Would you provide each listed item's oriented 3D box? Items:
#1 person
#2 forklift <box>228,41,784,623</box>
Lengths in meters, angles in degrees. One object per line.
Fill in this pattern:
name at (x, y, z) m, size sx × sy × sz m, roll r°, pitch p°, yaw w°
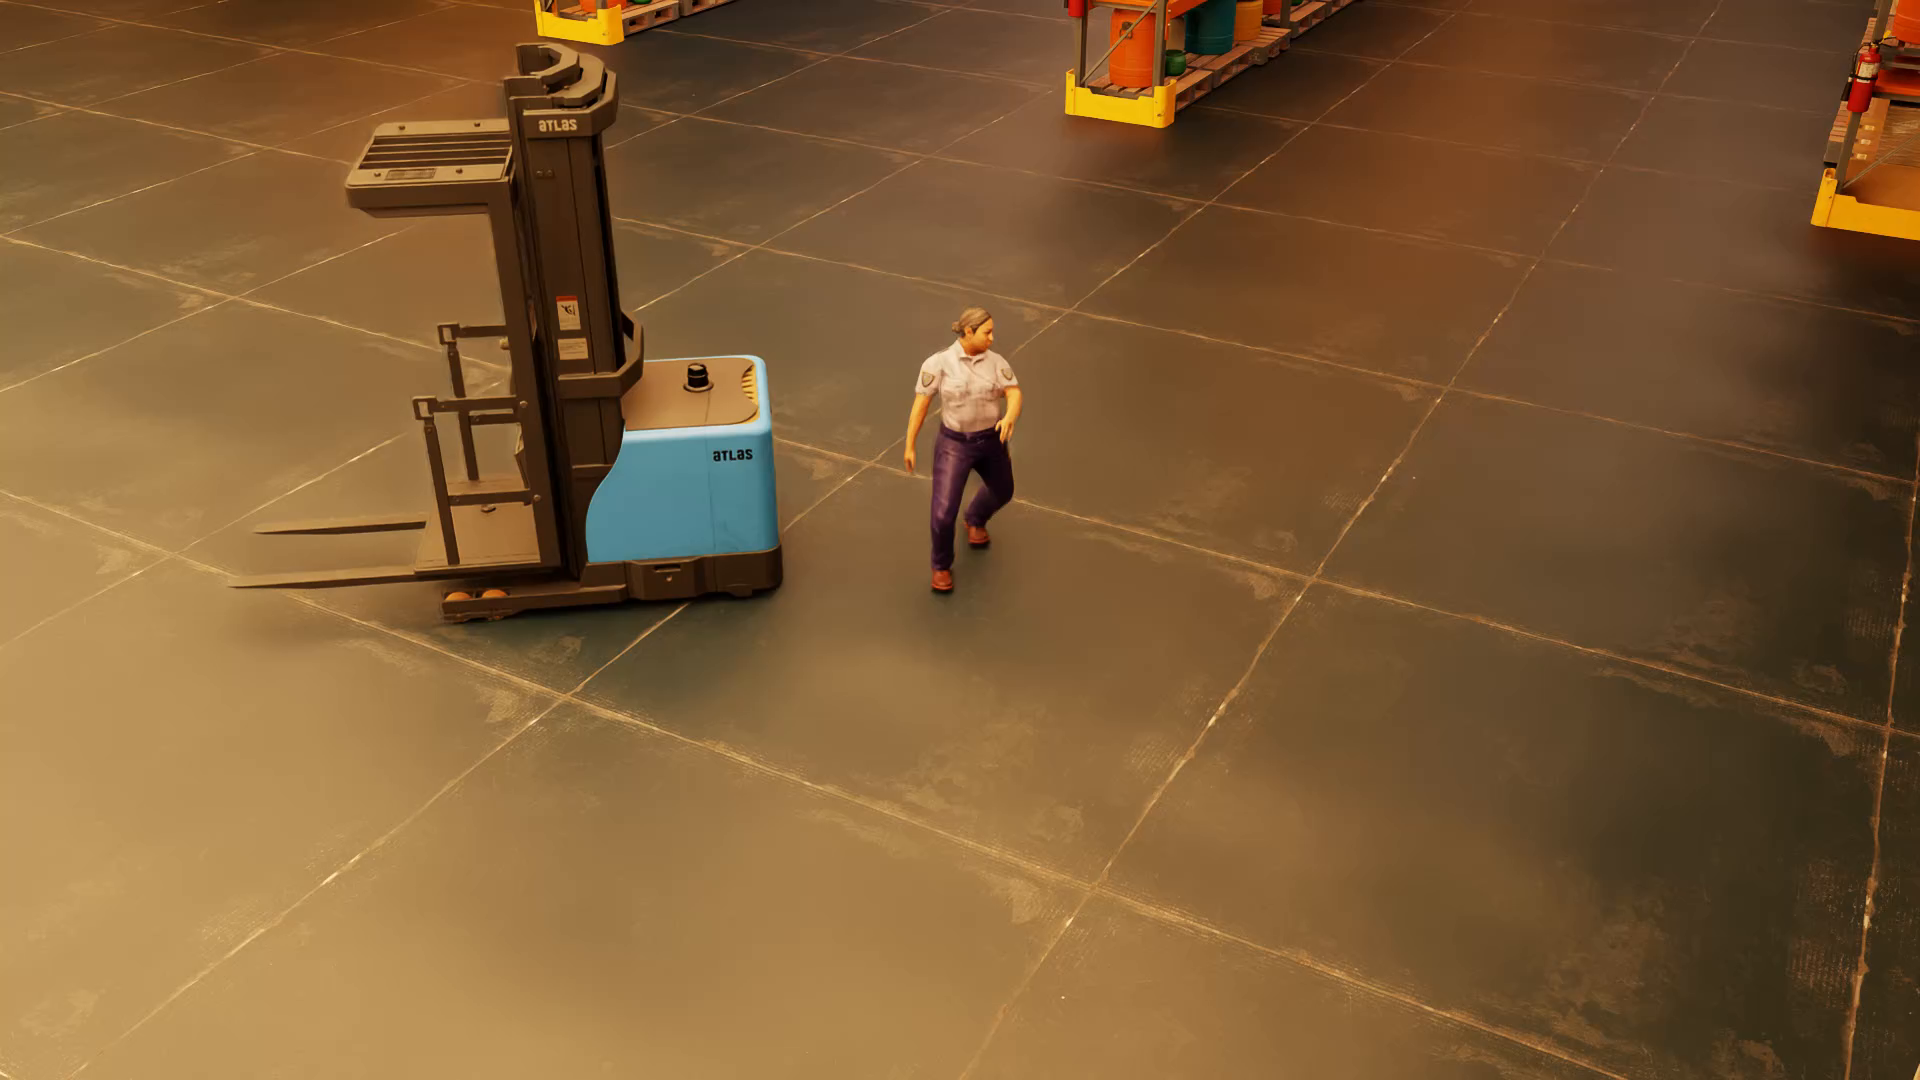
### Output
person at (0.024, -0.505, 9.341) m, size 0.719 × 1.532 × 0.811 m, roll -17°, pitch 34°, yaw -27°
forklift at (-2.565, -1.094, 8.966) m, size 3.031 × 2.935 × 1.130 m, roll -4°, pitch 30°, yaw -7°
